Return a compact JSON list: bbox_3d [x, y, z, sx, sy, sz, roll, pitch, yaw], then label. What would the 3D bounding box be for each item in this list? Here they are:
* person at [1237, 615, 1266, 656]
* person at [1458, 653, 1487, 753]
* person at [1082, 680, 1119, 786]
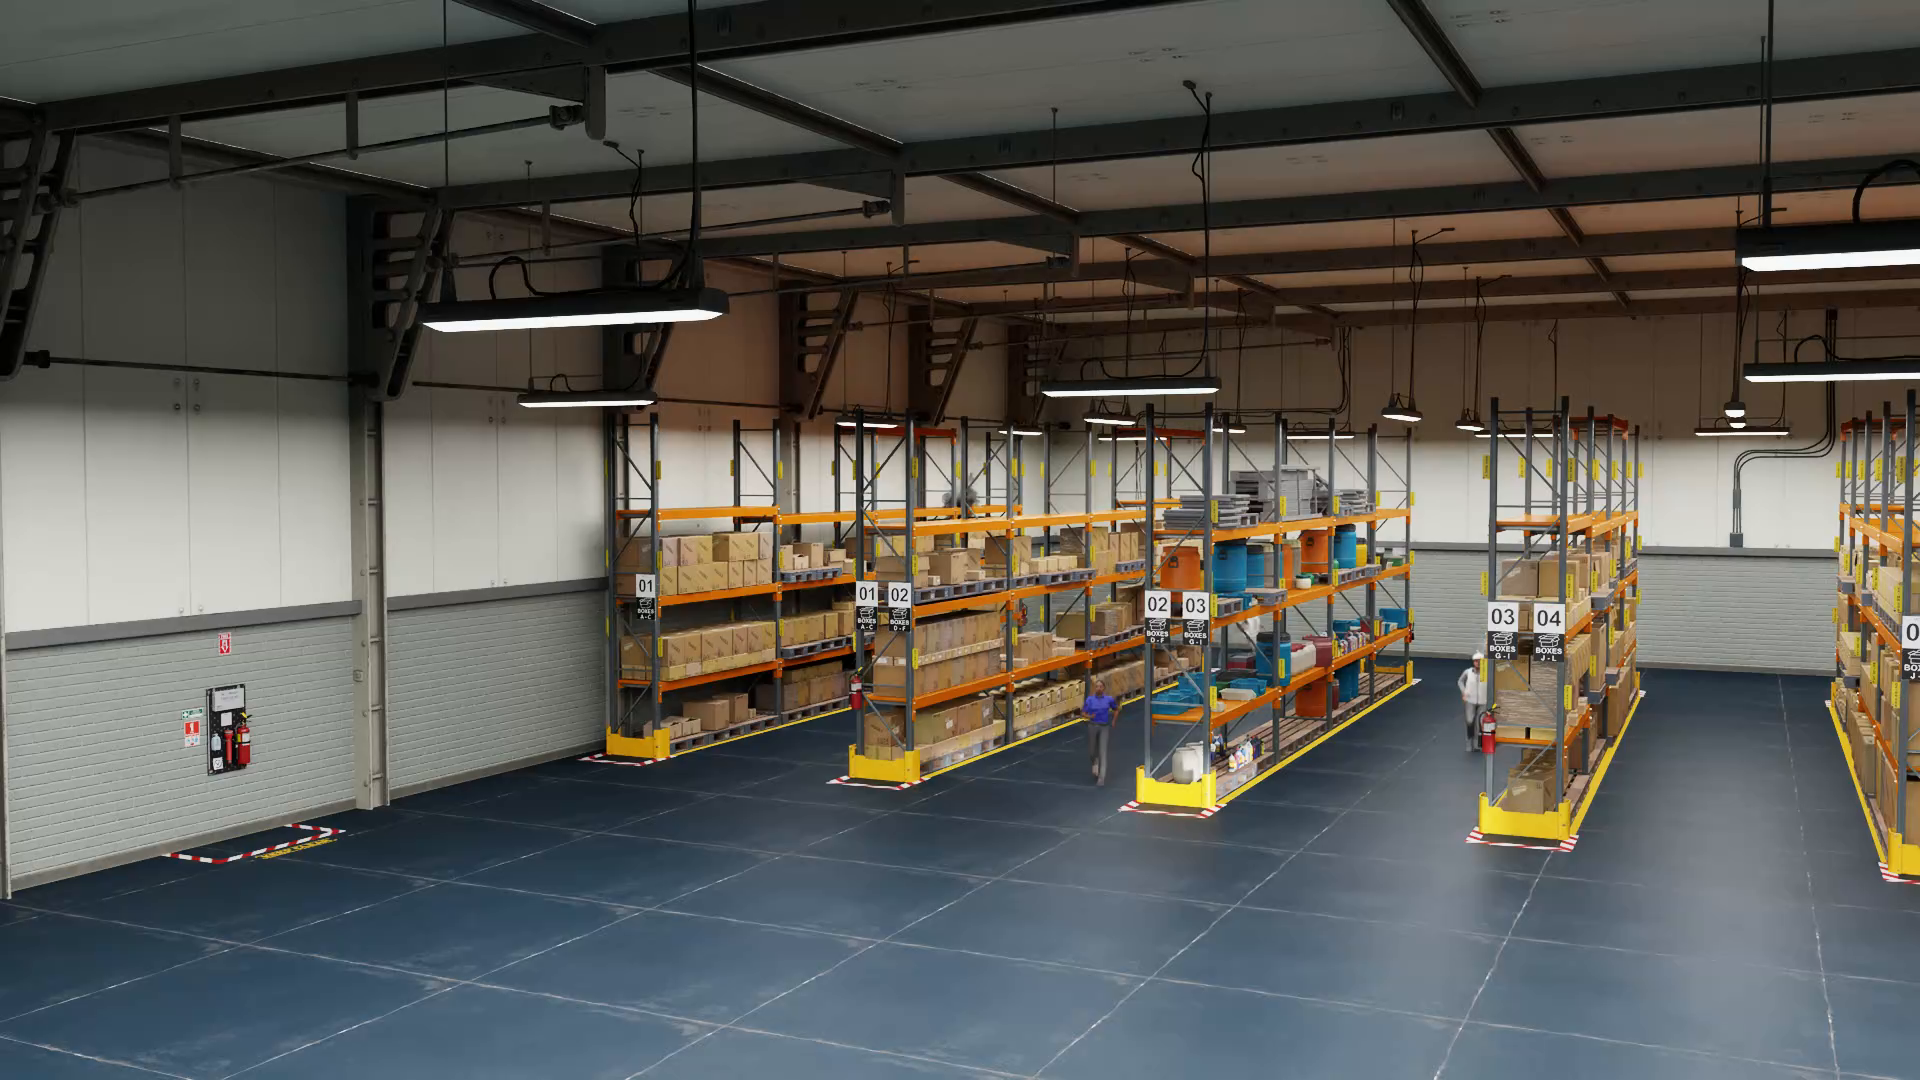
[{"bbox_3d":[7.333,2.412,41.466,0.677,1.739,0.580,-2,3,-39],"label":"person"},{"bbox_3d":[9.147,2.889,29.420,0.633,1.789,0.726,1,2,15],"label":"person"},{"bbox_3d":[2.239,3.051,26.609,0.588,1.633,0.893,0,2,11],"label":"person"}]
